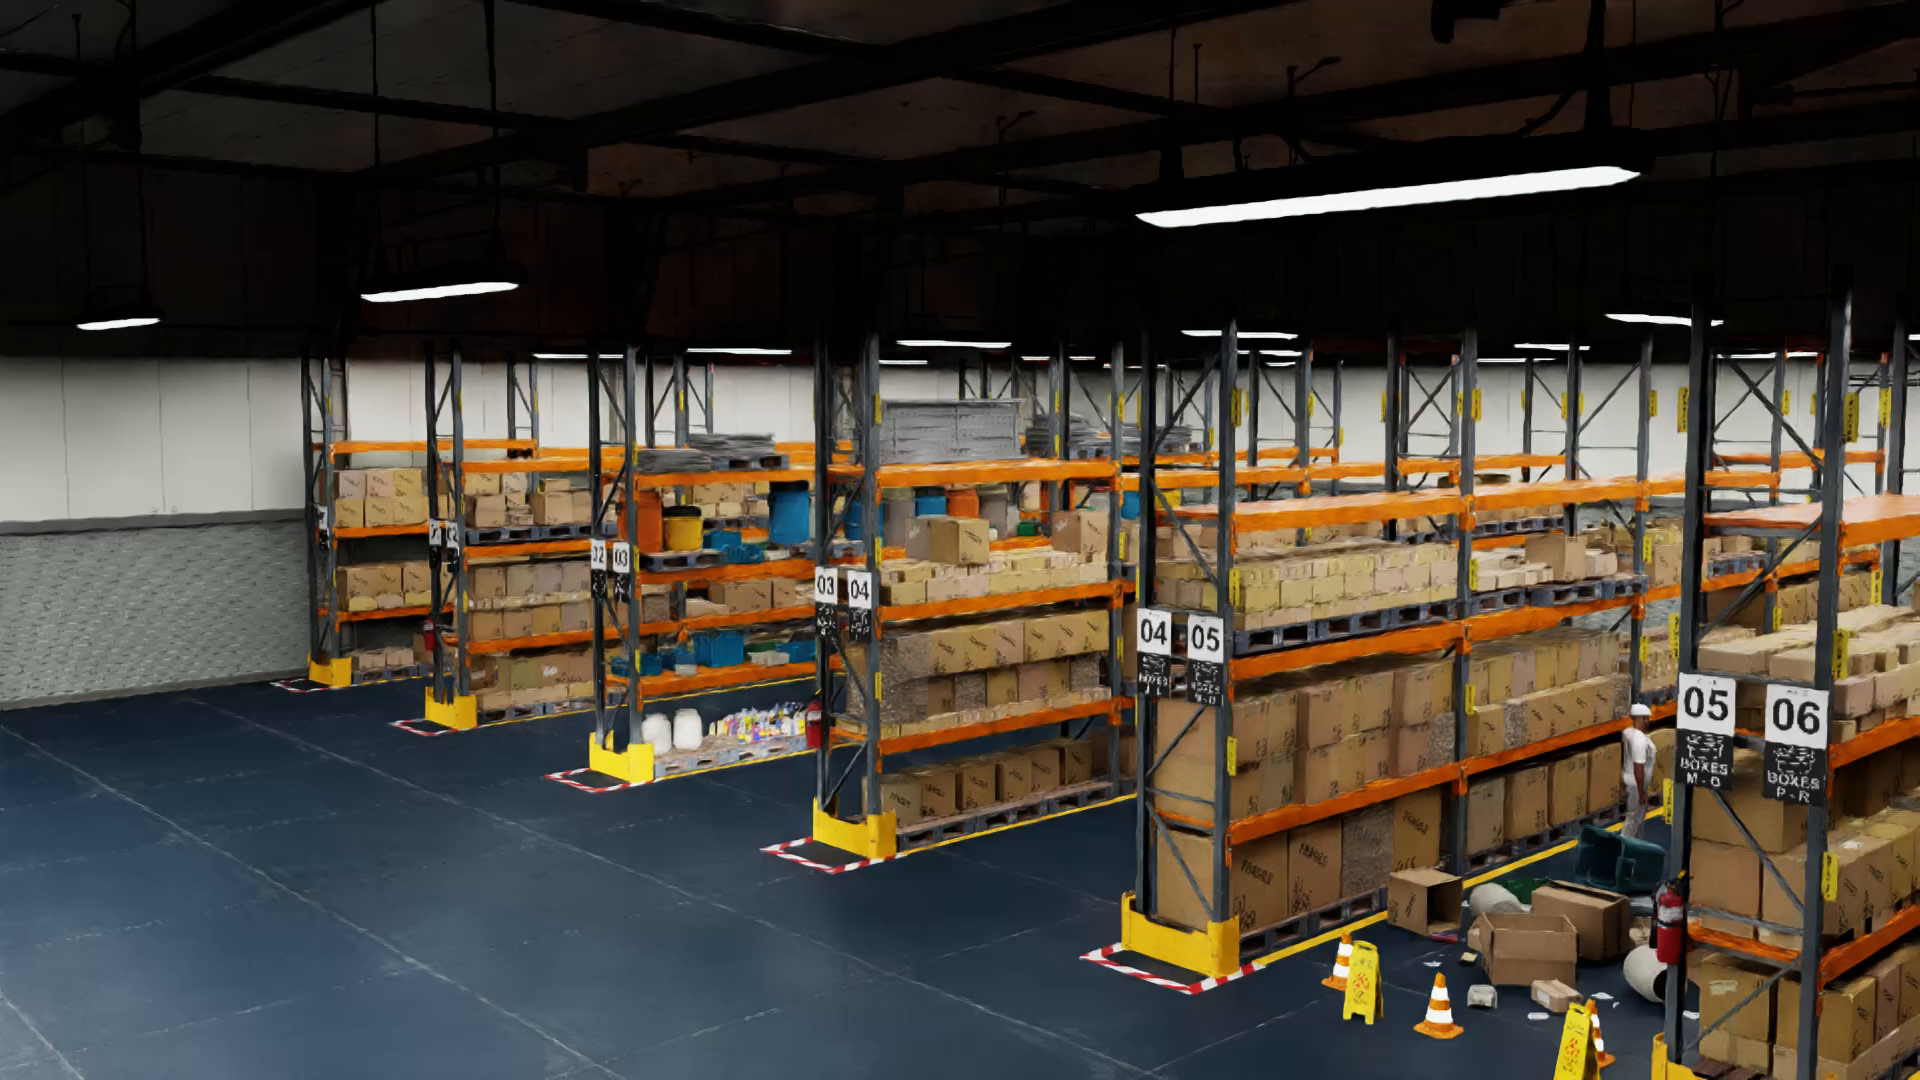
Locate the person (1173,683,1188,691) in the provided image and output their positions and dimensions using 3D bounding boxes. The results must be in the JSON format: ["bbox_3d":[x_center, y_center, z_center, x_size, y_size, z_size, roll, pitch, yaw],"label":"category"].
[{"bbox_3d":[2.791,2.557,20.625,0.626,1.610,0.572,4,7,41],"label":"person"}]

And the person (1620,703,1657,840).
[{"bbox_3d":[7.474,2.665,18.219,0.452,1.768,0.632,2,5,17],"label":"person"}]

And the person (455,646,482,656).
[{"bbox_3d":[-8.292,1.785,28.162,0.503,1.784,0.640,1,5,16],"label":"person"}]
